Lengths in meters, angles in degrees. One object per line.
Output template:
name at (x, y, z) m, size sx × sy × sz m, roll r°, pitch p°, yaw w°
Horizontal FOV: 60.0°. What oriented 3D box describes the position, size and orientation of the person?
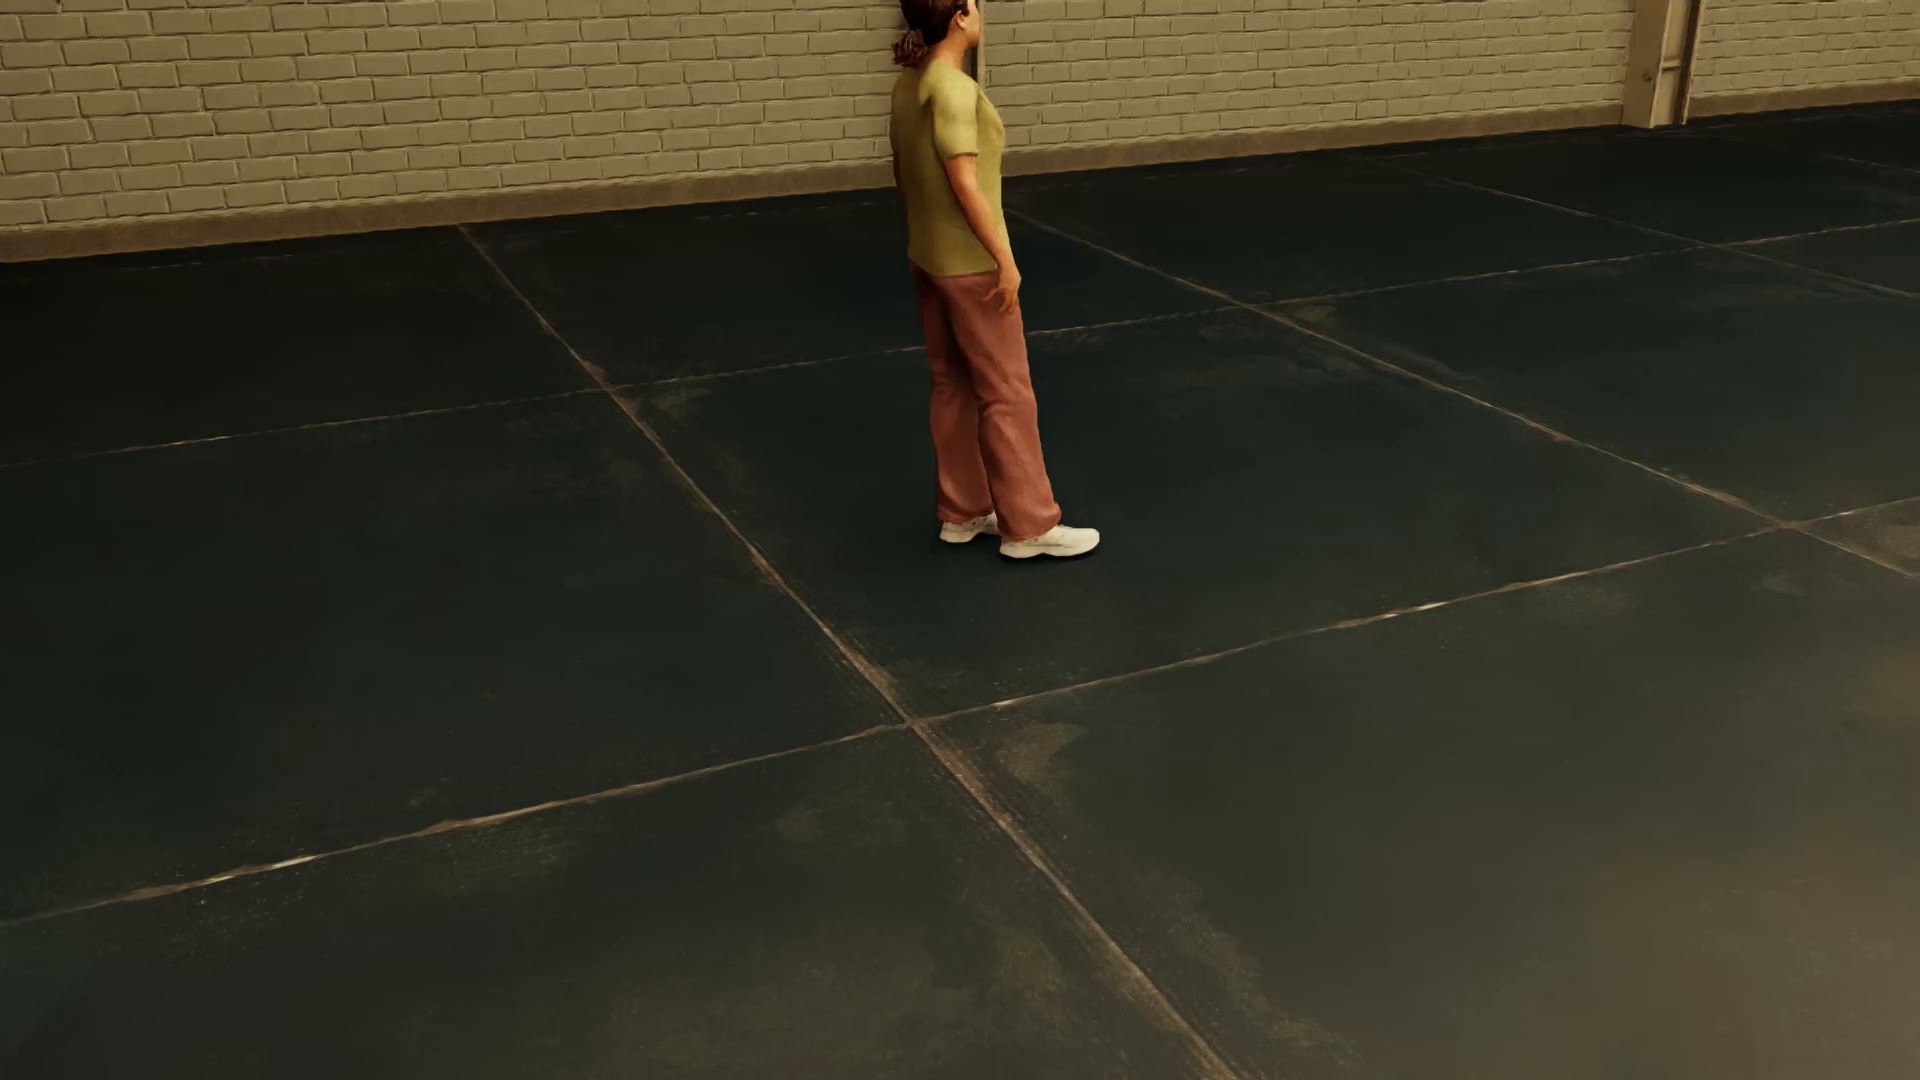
person at (0.072, -0.789, 4.802) m, size 0.548 × 1.674 × 0.554 m, roll -10°, pitch 25°, yaw -23°
